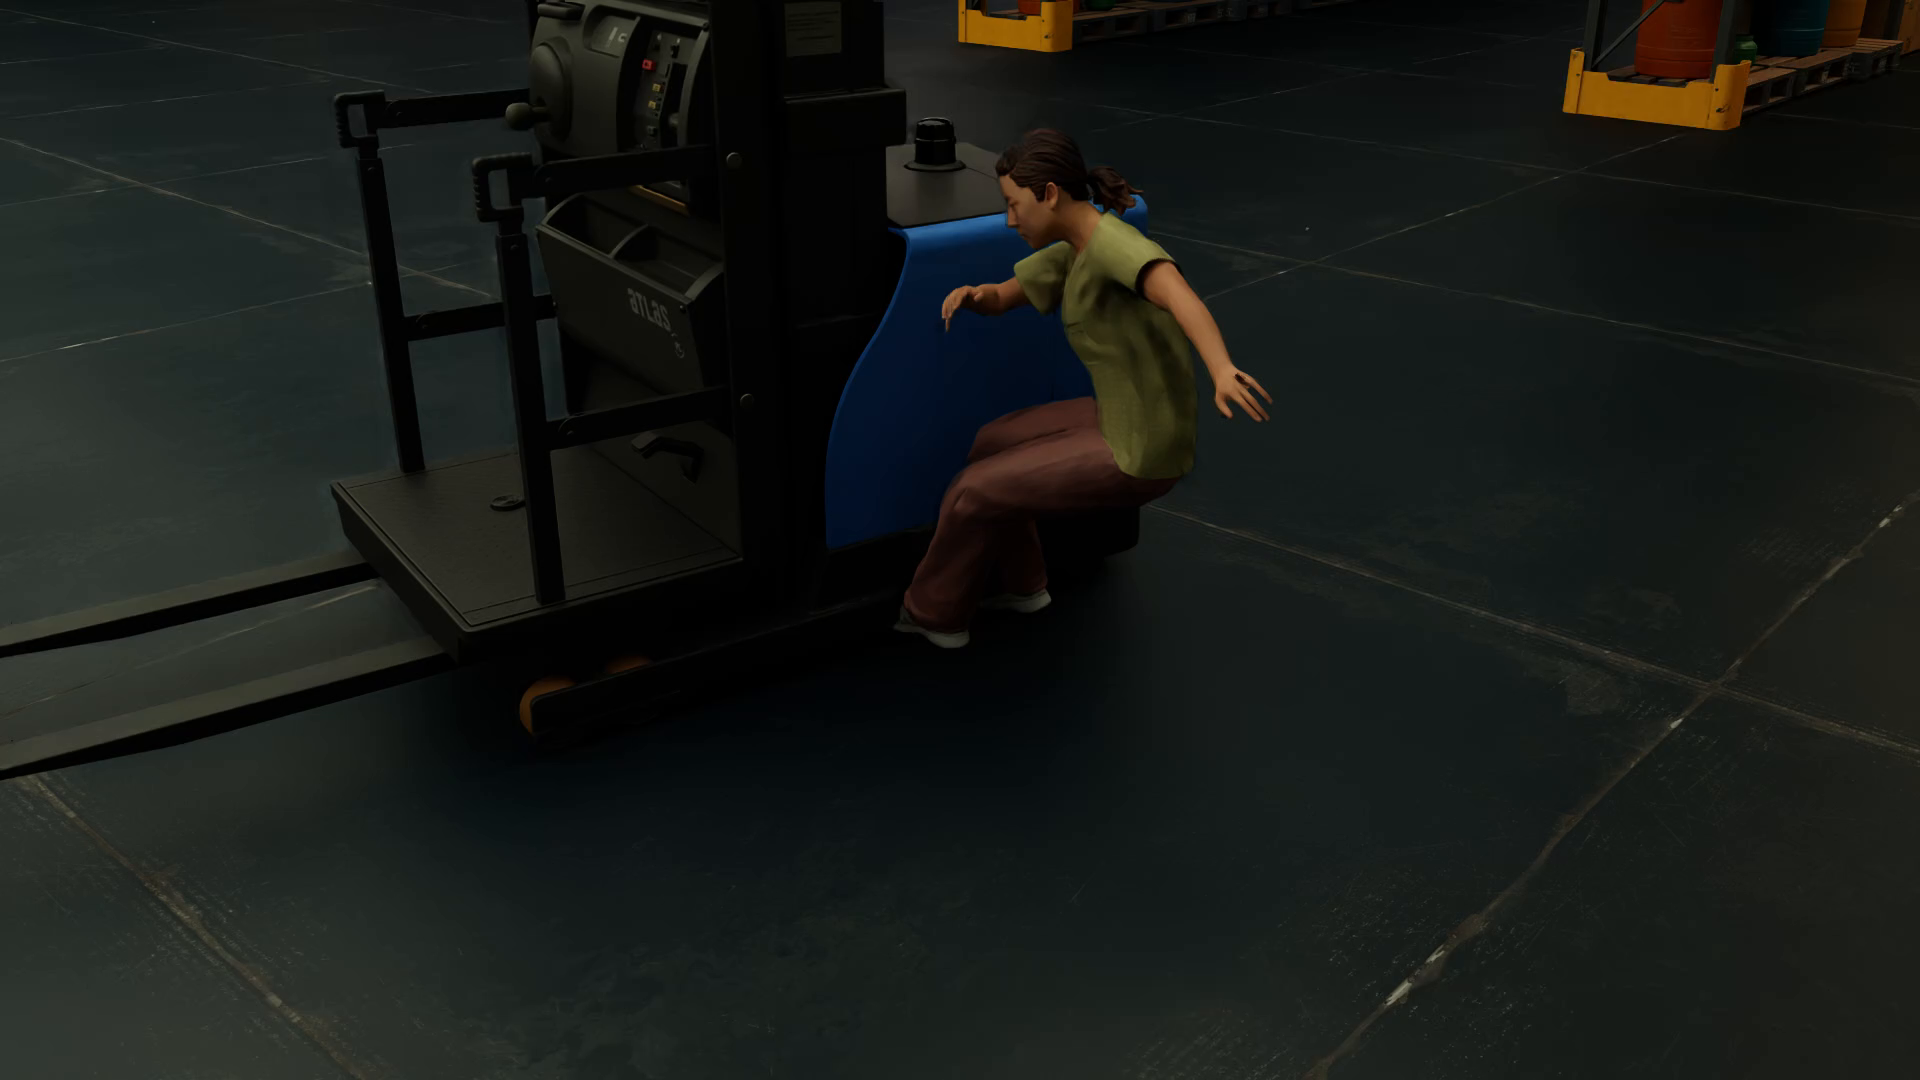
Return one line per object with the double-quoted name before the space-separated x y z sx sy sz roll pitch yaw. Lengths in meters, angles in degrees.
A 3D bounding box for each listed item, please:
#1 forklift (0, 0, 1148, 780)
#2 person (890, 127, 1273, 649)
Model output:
"forklift" -0.989 -1.099 3.835 3.031 2.935 1.130 -15 28 -31
"person" 0.192 -0.233 3.885 0.908 1.382 1.093 1 24 3
